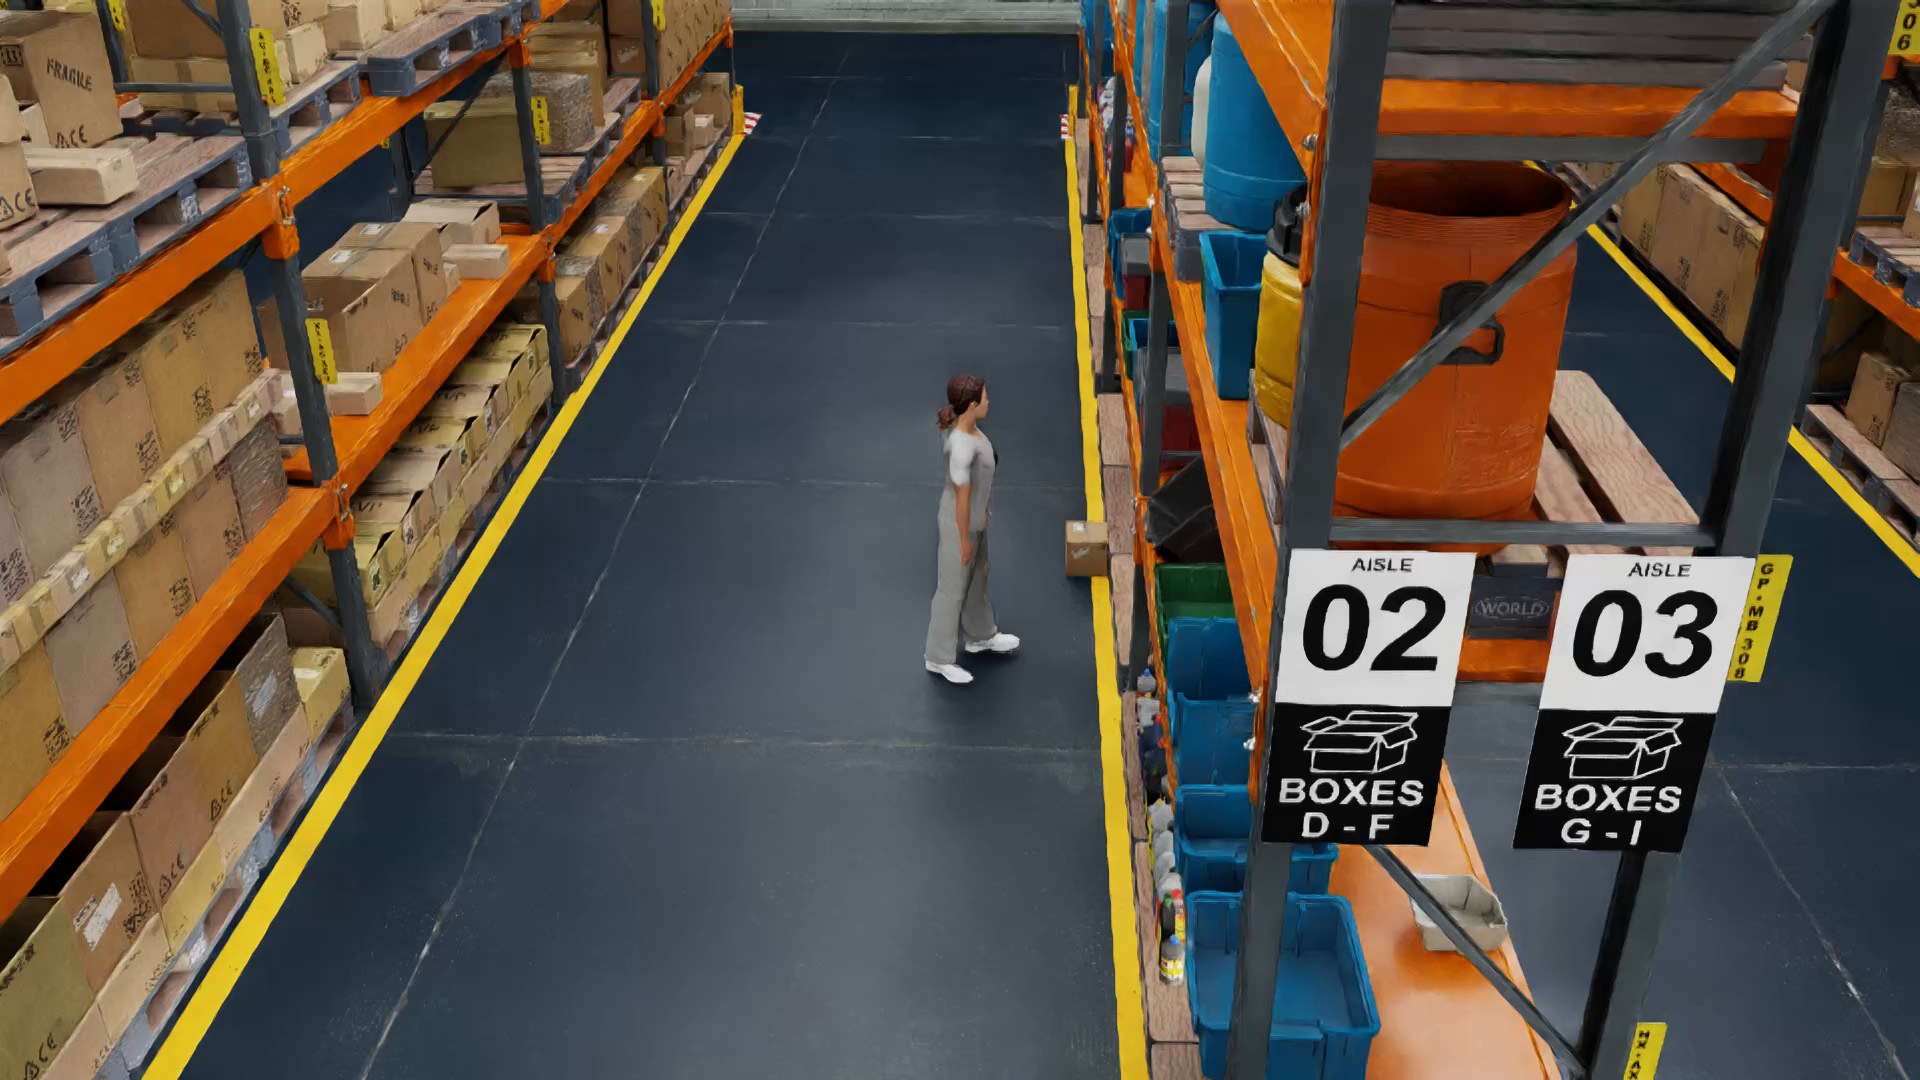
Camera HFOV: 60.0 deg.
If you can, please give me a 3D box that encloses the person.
[{"bbox_3d":[0.069,-0.078,8.752,0.518,1.654,0.544,1,28,1],"label":"person"}]
